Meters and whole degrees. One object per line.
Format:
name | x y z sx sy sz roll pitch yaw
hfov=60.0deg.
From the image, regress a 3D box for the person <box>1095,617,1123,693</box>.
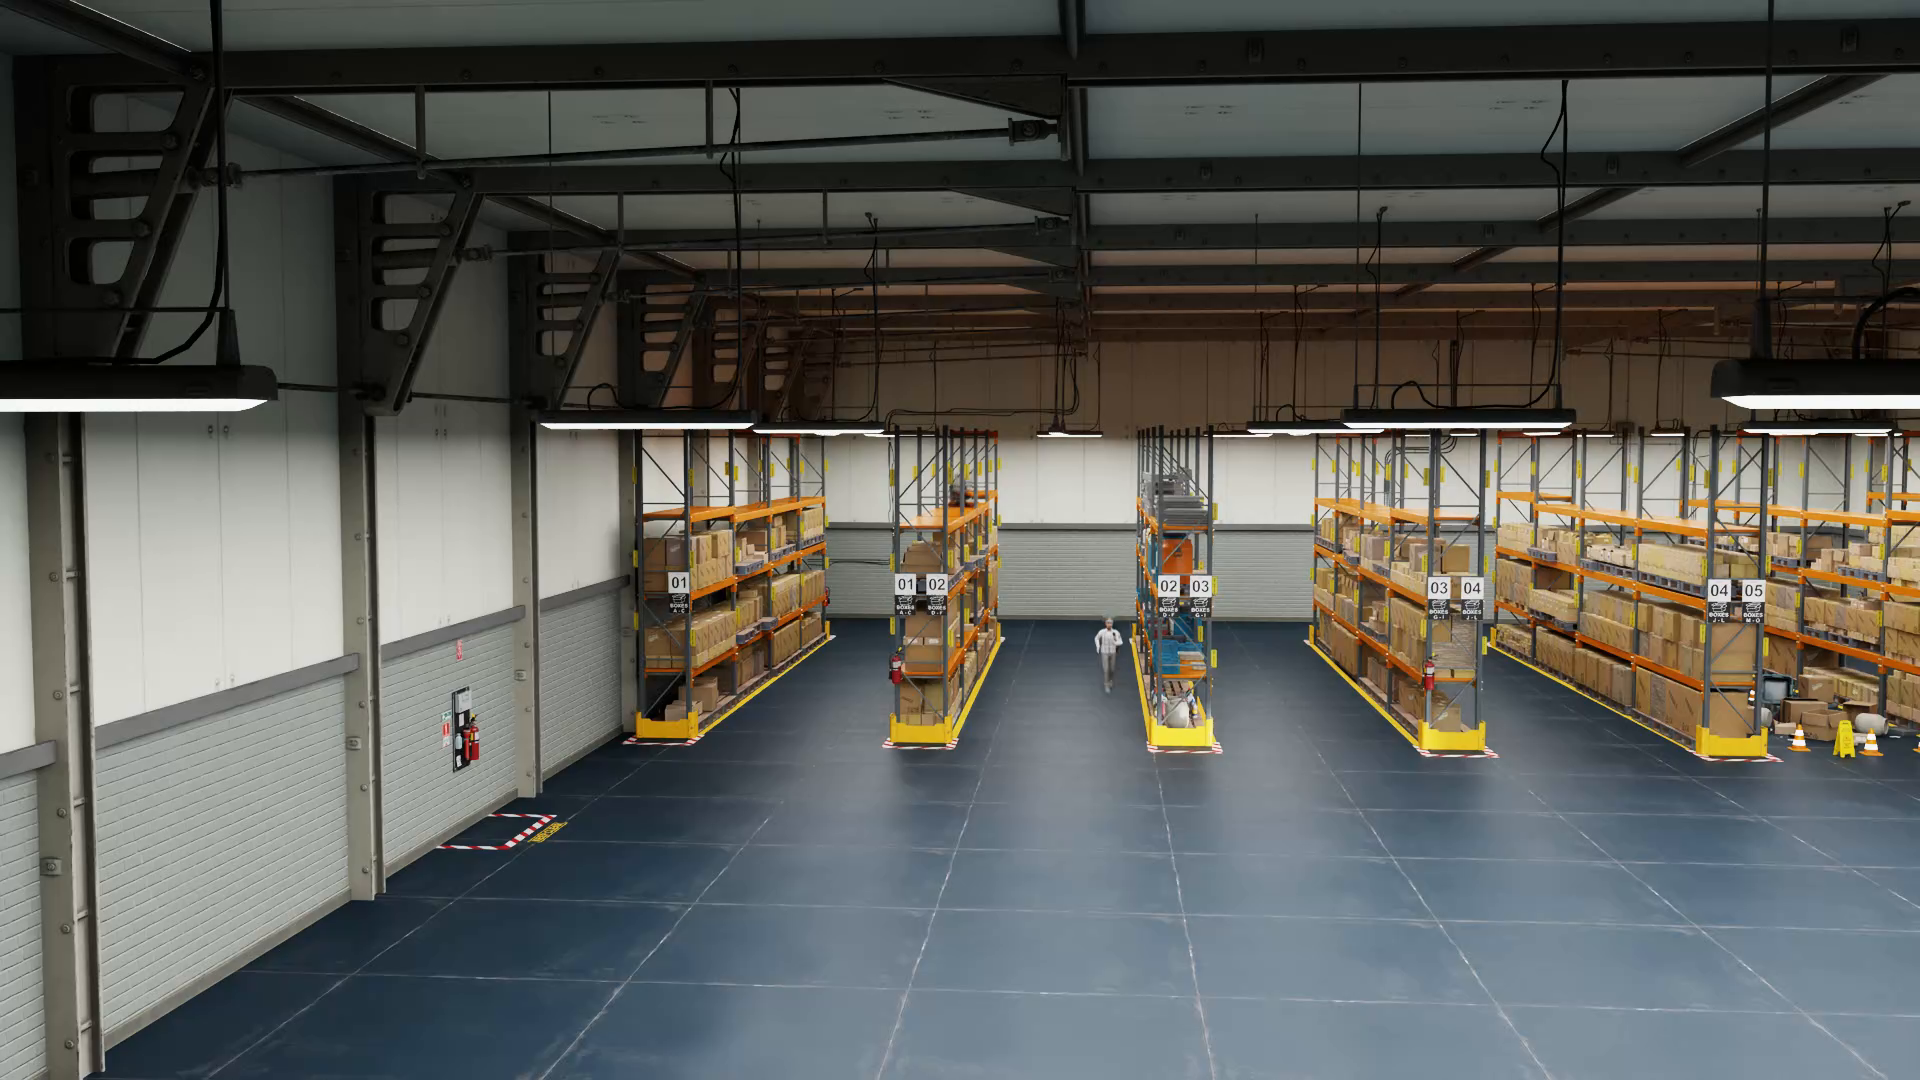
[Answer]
person | 3.383 2.581 37.768 0.611 1.681 0.940 0 3 0
